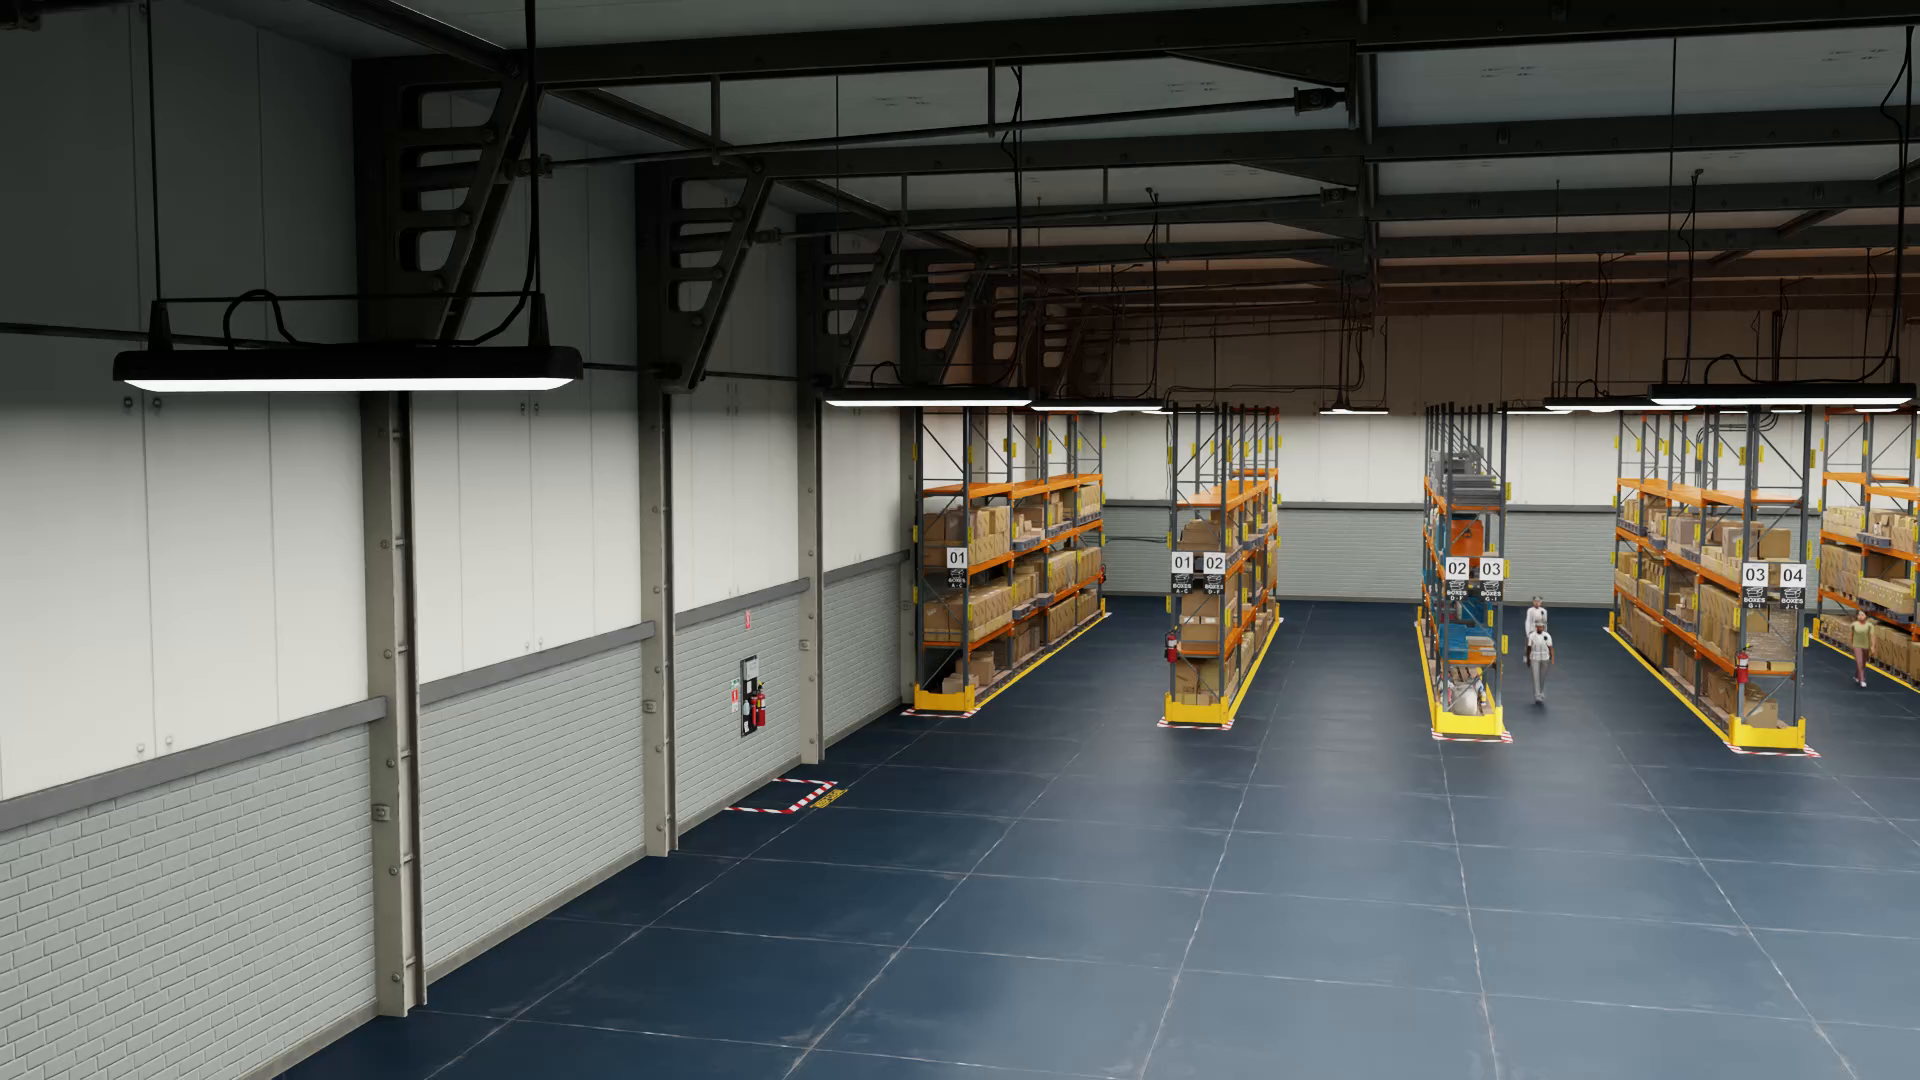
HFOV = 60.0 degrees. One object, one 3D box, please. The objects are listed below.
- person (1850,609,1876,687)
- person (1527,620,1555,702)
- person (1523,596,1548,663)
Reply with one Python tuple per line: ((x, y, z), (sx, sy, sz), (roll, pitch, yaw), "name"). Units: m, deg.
((19.246, 2.283, 35.429), (0.427, 1.610, 1.058), (1, 4, 12), "person")
((11.686, 2.413, 33.452), (0.487, 1.635, 0.979), (1, 4, 10), "person")
((13.156, 2.077, 37.944), (0.512, 1.641, 0.989), (0, 4, 4), "person")
